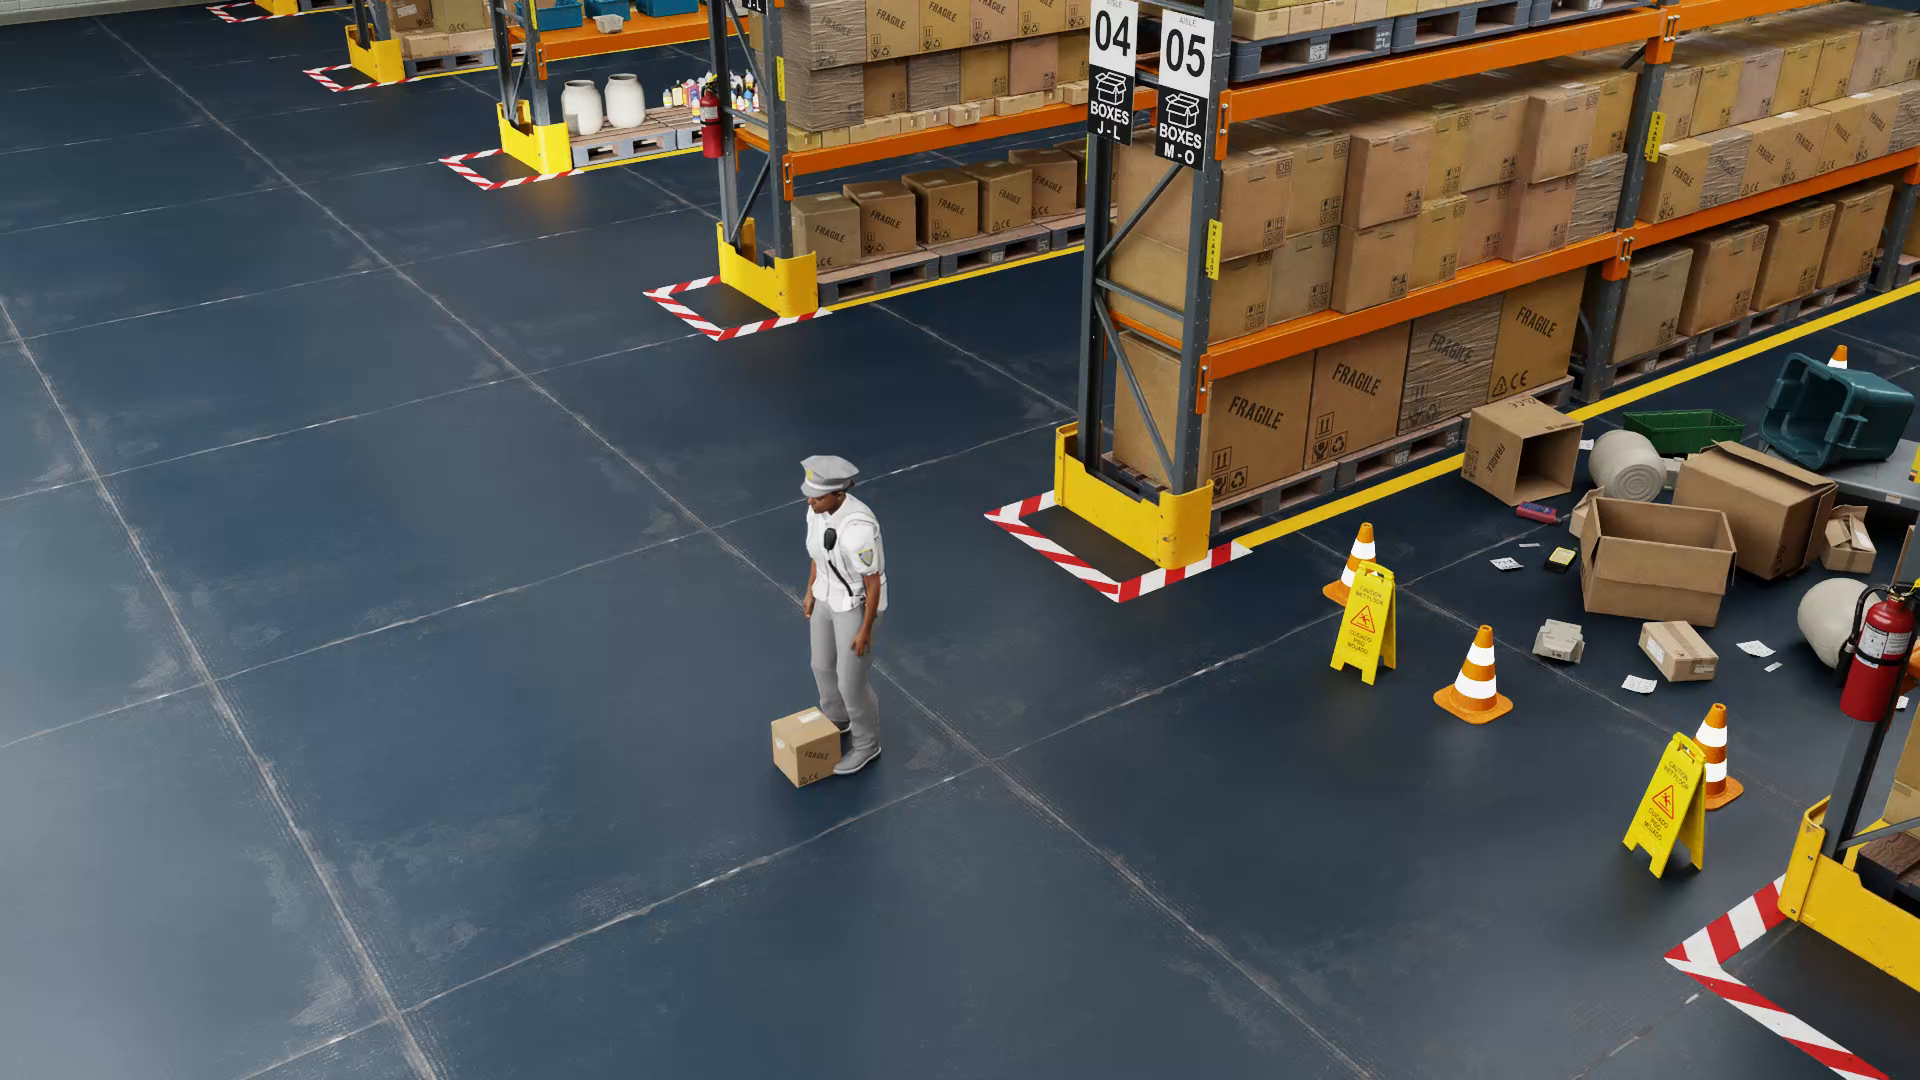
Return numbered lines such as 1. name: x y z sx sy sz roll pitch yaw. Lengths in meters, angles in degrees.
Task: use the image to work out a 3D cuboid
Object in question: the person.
1. person: -0.575 0.333 8.021 0.394 1.657 0.505 -20 34 -32
